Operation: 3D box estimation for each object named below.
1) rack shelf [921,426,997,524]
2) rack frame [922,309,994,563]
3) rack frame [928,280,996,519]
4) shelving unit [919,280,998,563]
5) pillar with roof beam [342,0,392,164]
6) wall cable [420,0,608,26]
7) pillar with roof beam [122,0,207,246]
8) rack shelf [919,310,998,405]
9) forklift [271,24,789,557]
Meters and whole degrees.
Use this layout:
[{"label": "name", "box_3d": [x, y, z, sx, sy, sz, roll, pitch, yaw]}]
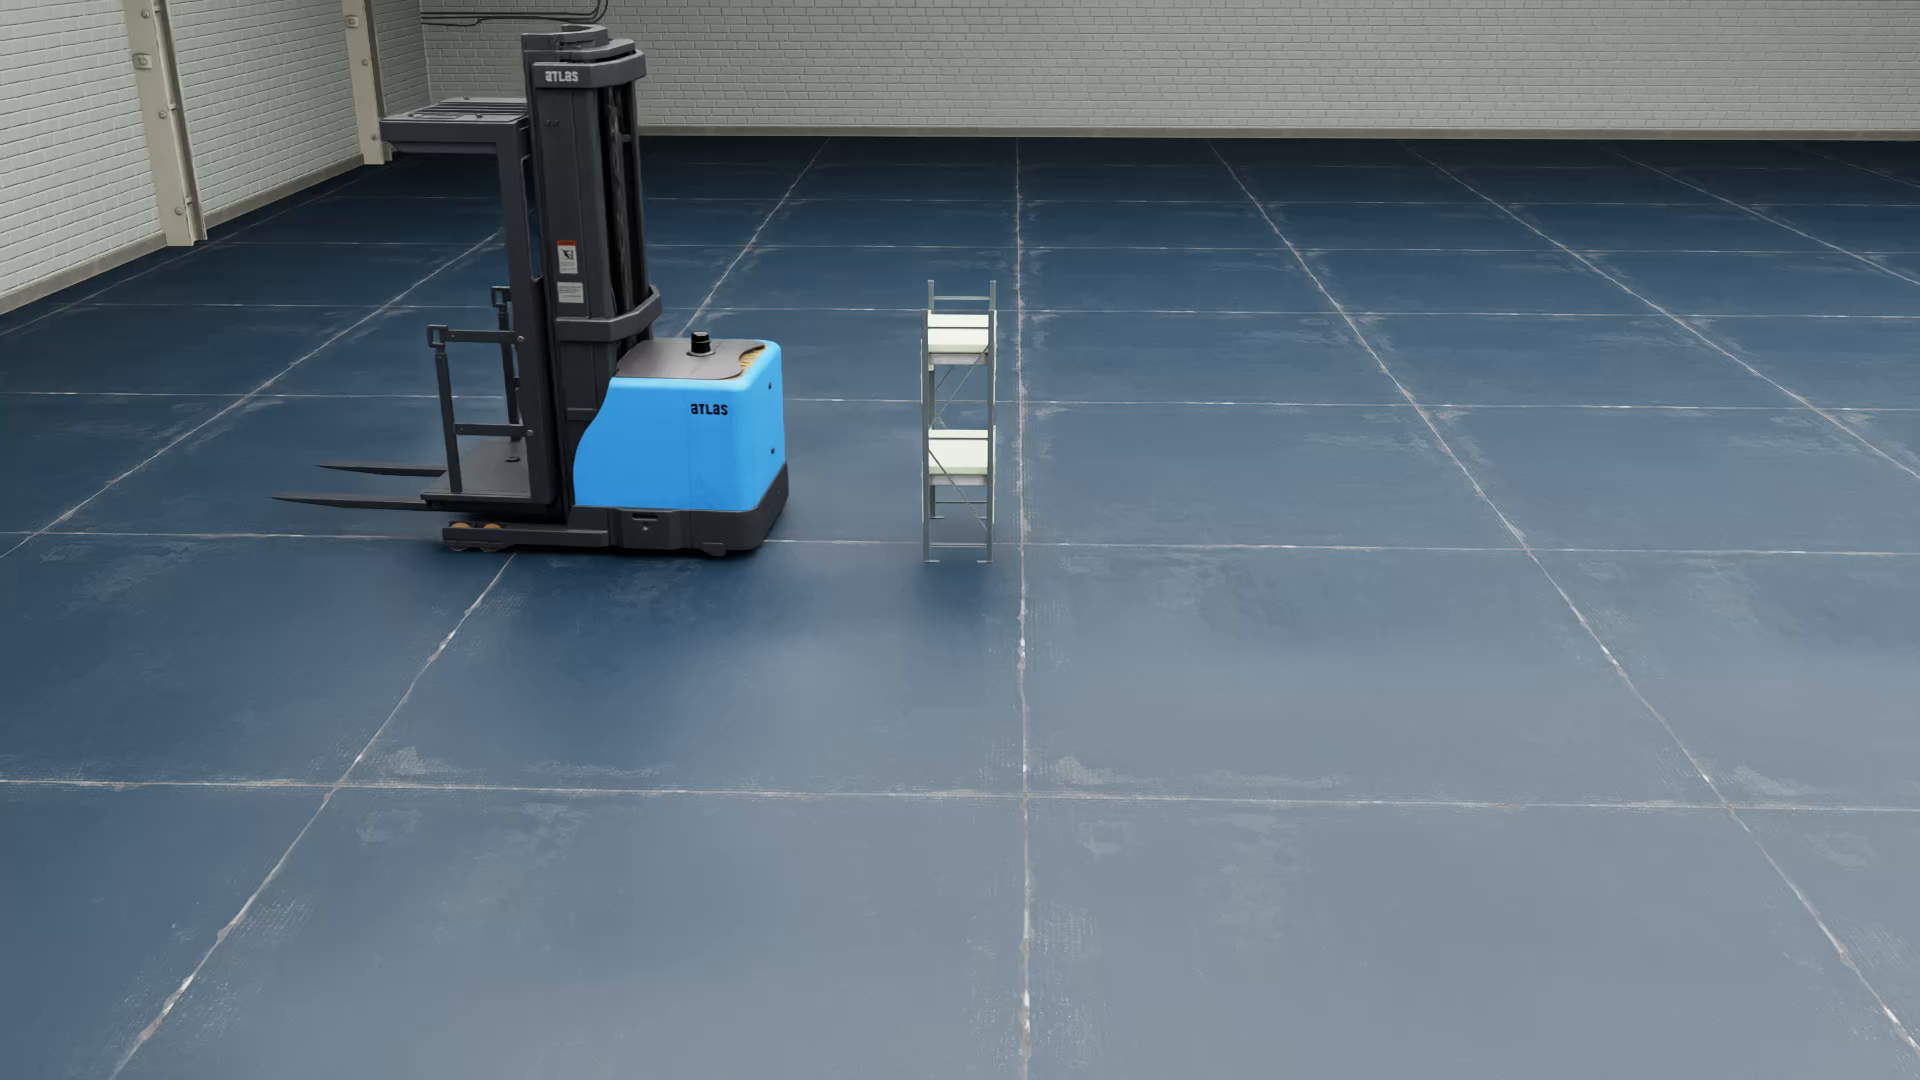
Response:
[{"label": "rack shelf", "box_3d": [0.000, -0.398, 9.882, 0.431, 0.370, 0.720, 1, 21, 2]}, {"label": "rack frame", "box_3d": [-0.011, -0.569, 9.423, 0.400, 1.500, 0.023, 1, 21, 2]}, {"label": "rack frame", "box_3d": [0.011, -0.834, 10.105, 0.400, 1.500, 0.023, 1, 21, 2]}, {"label": "shelving unit", "box_3d": [0.000, -0.702, 9.764, 0.431, 1.500, 0.755, 1, 21, 2]}, {"label": "pillar with roof beam", "box_3d": [-4.180, -9.651, 22.462, 9.100, 9.000, 0.400, 1, 21, 2]}, {"label": "wall cable", "box_3d": [-7.071, -9.301, 25.853, 3.097, 2.526, 0.112, 1, 21, 2]}, {"label": "pillar with roof beam", "box_3d": [-4.362, -7.482, 16.871, 9.100, 9.000, 0.400, 1, 21, 2]}, {"label": "rack shelf", "box_3d": [0.000, -1.065, 9.623, 0.431, 0.370, 0.720, 1, 21, 2]}, {"label": "forklift", "box_3d": [-2.637, -1.480, 9.791, 3.031, 2.935, 1.130, 2, 21, 6]}]
